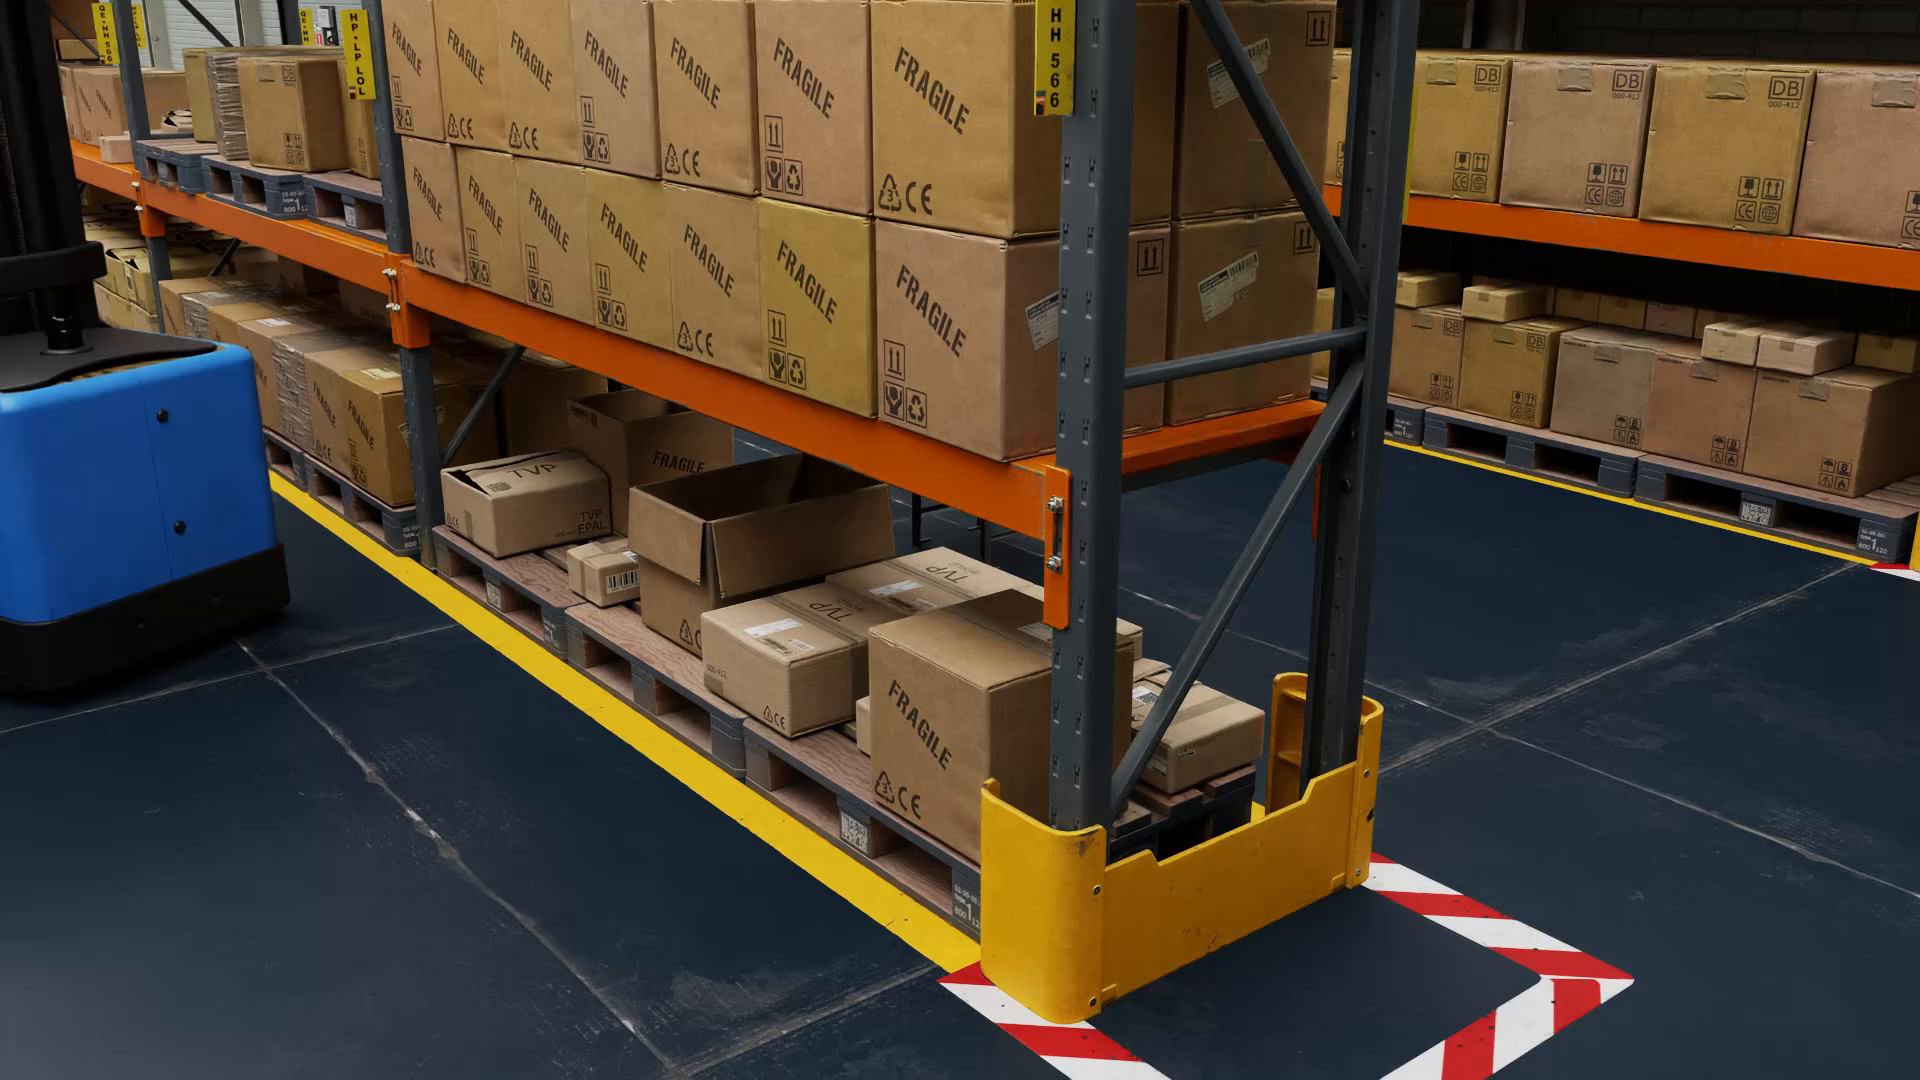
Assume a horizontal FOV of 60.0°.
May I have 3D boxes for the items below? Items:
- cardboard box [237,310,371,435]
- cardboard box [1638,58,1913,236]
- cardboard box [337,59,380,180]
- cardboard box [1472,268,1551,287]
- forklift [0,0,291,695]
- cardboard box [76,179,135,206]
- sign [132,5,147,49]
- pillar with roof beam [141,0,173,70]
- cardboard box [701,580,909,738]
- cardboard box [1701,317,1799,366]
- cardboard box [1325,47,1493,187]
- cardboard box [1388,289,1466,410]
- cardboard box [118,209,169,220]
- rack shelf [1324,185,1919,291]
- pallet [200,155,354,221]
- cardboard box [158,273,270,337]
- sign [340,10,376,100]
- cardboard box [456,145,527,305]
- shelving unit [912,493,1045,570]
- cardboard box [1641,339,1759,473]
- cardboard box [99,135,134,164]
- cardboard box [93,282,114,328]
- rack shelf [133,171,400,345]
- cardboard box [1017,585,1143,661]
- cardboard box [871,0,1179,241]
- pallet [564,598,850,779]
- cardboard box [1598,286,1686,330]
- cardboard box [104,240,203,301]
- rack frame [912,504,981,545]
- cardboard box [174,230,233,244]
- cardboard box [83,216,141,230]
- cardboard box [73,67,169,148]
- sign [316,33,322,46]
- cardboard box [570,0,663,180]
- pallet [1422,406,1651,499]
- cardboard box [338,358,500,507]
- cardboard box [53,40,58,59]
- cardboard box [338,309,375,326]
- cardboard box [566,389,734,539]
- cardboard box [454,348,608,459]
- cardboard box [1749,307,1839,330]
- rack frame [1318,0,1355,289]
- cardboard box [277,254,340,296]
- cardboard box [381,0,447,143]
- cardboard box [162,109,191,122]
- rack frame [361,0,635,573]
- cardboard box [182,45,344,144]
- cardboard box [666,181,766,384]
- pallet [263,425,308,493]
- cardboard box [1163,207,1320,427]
[{"bbox_3d":[-3.308,-0.857,8.457,0.500,0.500,0.500,-15,23,-38],"label":"cardboard box"},{"bbox_3d":[3.732,-1.823,7.618,0.980,0.700,0.700,-14,23,-37],"label":"cardboard box"},{"bbox_3d":[-2.443,-1.962,7.688,0.700,0.500,0.500,-10,21,-28],"label":"cardboard box"},{"bbox_3d":[2.976,-1.362,8.980,0.380,0.149,0.250,-15,23,-38],"label":"cardboard box"},{"bbox_3d":[-4.119,-1.177,6.255,3.031,2.935,1.130,10,21,27],"label":"forklift"},{"bbox_3d":[-6.857,-2.794,13.542,0.500,0.500,0.500,-14,23,-36],"label":"cardboard box"},{"bbox_3d":[-6.395,-3.989,12.922,0.100,0.325,0.005,-14,23,-36],"label":"sign"},{"bbox_3d":[-18.855,-11.762,28.567,9.100,9.000,0.400,-14,23,-36],"label":"pillar with roof beam"},{"bbox_3d":[-0.461,0.359,5.182,0.500,0.250,0.500,-14,23,-36],"label":"cardboard box"},{"bbox_3d":[3.622,-0.912,7.622,0.380,0.149,0.250,-13,22,-35],"label":"cardboard box"},{"bbox_3d":[2.357,-2.371,9.273,0.980,0.700,0.700,-14,23,-35],"label":"cardboard box"},{"bbox_3d":[2.727,-1.049,9.068,0.700,0.500,0.500,-14,23,-37],"label":"cardboard box"},{"bbox_3d":[-6.011,-2.358,12.527,0.500,0.311,0.500,-13,22,-35],"label":"cardboard box"},{"bbox_3d":[3.275,-1.531,8.359,1.077,0.370,4.000,-14,23,-36],"label":"rack shelf"},{"bbox_3d":[-3.120,-1.814,8.374,1.003,0.211,1.213,-14,23,-36],"label":"pallet"},{"bbox_3d":[-4.273,-1.237,9.604,0.500,0.500,0.500,-13,22,-34],"label":"cardboard box"},{"bbox_3d":[-2.280,-1.838,6.299,0.100,0.325,0.005,-14,23,-36],"label":"sign"},{"bbox_3d":[-1.424,-1.141,5.876,0.500,0.500,0.500,-13,23,-35],"label":"cardboard box"},{"bbox_3d":[0.103,-0.956,6.909,0.431,2.100,0.503,-14,23,-36],"label":"shelving unit"},{"bbox_3d":[3.693,-0.669,7.918,0.700,0.500,0.500,-14,23,-36],"label":"cardboard box"},{"bbox_3d":[-5.106,-2.432,10.334,0.380,0.149,0.250,-14,23,-36],"label":"cardboard box"},{"bbox_3d":[-5.482,-1.610,11.159,0.500,0.250,0.500,-13,23,-35],"label":"cardboard box"},{"bbox_3d":[-3.089,-1.549,8.413,1.077,0.370,4.000,-14,23,-36],"label":"rack shelf"},{"bbox_3d":[0.210,0.372,5.142,0.500,0.250,0.500,-14,23,-36],"label":"cardboard box"},{"bbox_3d":[0.144,-0.990,3.831,0.500,0.500,0.500,-14,23,-37],"label":"cardboard box"},{"bbox_3d":[-0.660,0.397,5.830,1.003,0.211,1.213,-14,23,-36],"label":"pallet"},{"bbox_3d":[3.450,-1.174,8.411,0.380,0.149,0.250,-14,23,-36],"label":"cardboard box"},{"bbox_3d":[-5.177,-1.751,10.693,0.500,0.311,0.500,-14,23,-37],"label":"cardboard box"},{"bbox_3d":[-0.049,-1.016,7.091,0.400,2.100,0.015,-14,23,-36],"label":"rack frame"},{"bbox_3d":[-5.074,-1.984,11.396,0.500,0.311,0.500,-15,23,-38],"label":"cardboard box"},{"bbox_3d":[-6.124,-2.127,11.828,0.500,0.311,0.500,-15,23,-38],"label":"cardboard box"},{"bbox_3d":[-5.713,-2.971,11.403,0.500,0.500,0.500,-14,23,-36],"label":"cardboard box"},{"bbox_3d":[-9.797,-7.587,25.446,0.001,0.329,0.234,-14,23,-36],"label":"sign"},{"bbox_3d":[-0.815,-1.368,4.972,0.500,0.500,0.500,-13,22,-34],"label":"cardboard box"},{"bbox_3d":[3.206,-0.538,8.652,1.003,0.211,1.213,-14,23,-36],"label":"pallet"},{"bbox_3d":[-2.379,-0.485,7.333,0.500,0.500,0.500,-14,23,-36],"label":"cardboard box"},{"bbox_3d":[-7.152,-3.749,12.723,0.380,0.149,0.250,-14,23,-36],"label":"cardboard box"},{"bbox_3d":[-2.915,-0.965,8.782,0.500,0.500,0.500,-15,24,-38],"label":"cardboard box"},{"bbox_3d":[-1.271,-0.335,6.878,0.500,0.500,0.500,-14,23,-36],"label":"cardboard box"},{"bbox_3d":[-1.957,-0.587,7.639,0.500,0.500,0.500,-15,24,-39],"label":"cardboard box"},{"bbox_3d":[3.923,-0.986,7.845,0.380,0.149,0.250,-14,23,-36],"label":"cardboard box"},{"bbox_3d":[2.033,-2.365,9.734,1.000,3.000,0.127,-14,23,-36],"label":"rack frame"},{"bbox_3d":[-3.528,-1.564,9.397,0.500,0.250,0.500,-13,22,-34],"label":"cardboard box"},{"bbox_3d":[-1.776,-1.749,6.122,0.500,0.500,0.500,-13,22,-35],"label":"cardboard box"},{"bbox_3d":[-4.735,-2.599,10.582,0.500,0.311,0.500,-14,23,-37],"label":"cardboard box"},{"bbox_3d":[-1.848,-1.398,6.811,1.000,3.000,0.127,-14,23,-36],"label":"rack frame"},{"bbox_3d":[-3.852,-2.497,9.304,0.500,0.500,0.700,11,21,30],"label":"cardboard box"},{"bbox_3d":[-0.486,-0.768,4.750,0.500,0.500,0.500,-14,23,-36],"label":"cardboard box"},{"bbox_3d":[-3.144,-0.568,8.741,1.003,0.211,1.213,-14,23,-36],"label":"pallet"},{"bbox_3d":[0.567,-0.620,4.305,0.500,0.500,0.500,-13,23,-35],"label":"cardboard box"}]
